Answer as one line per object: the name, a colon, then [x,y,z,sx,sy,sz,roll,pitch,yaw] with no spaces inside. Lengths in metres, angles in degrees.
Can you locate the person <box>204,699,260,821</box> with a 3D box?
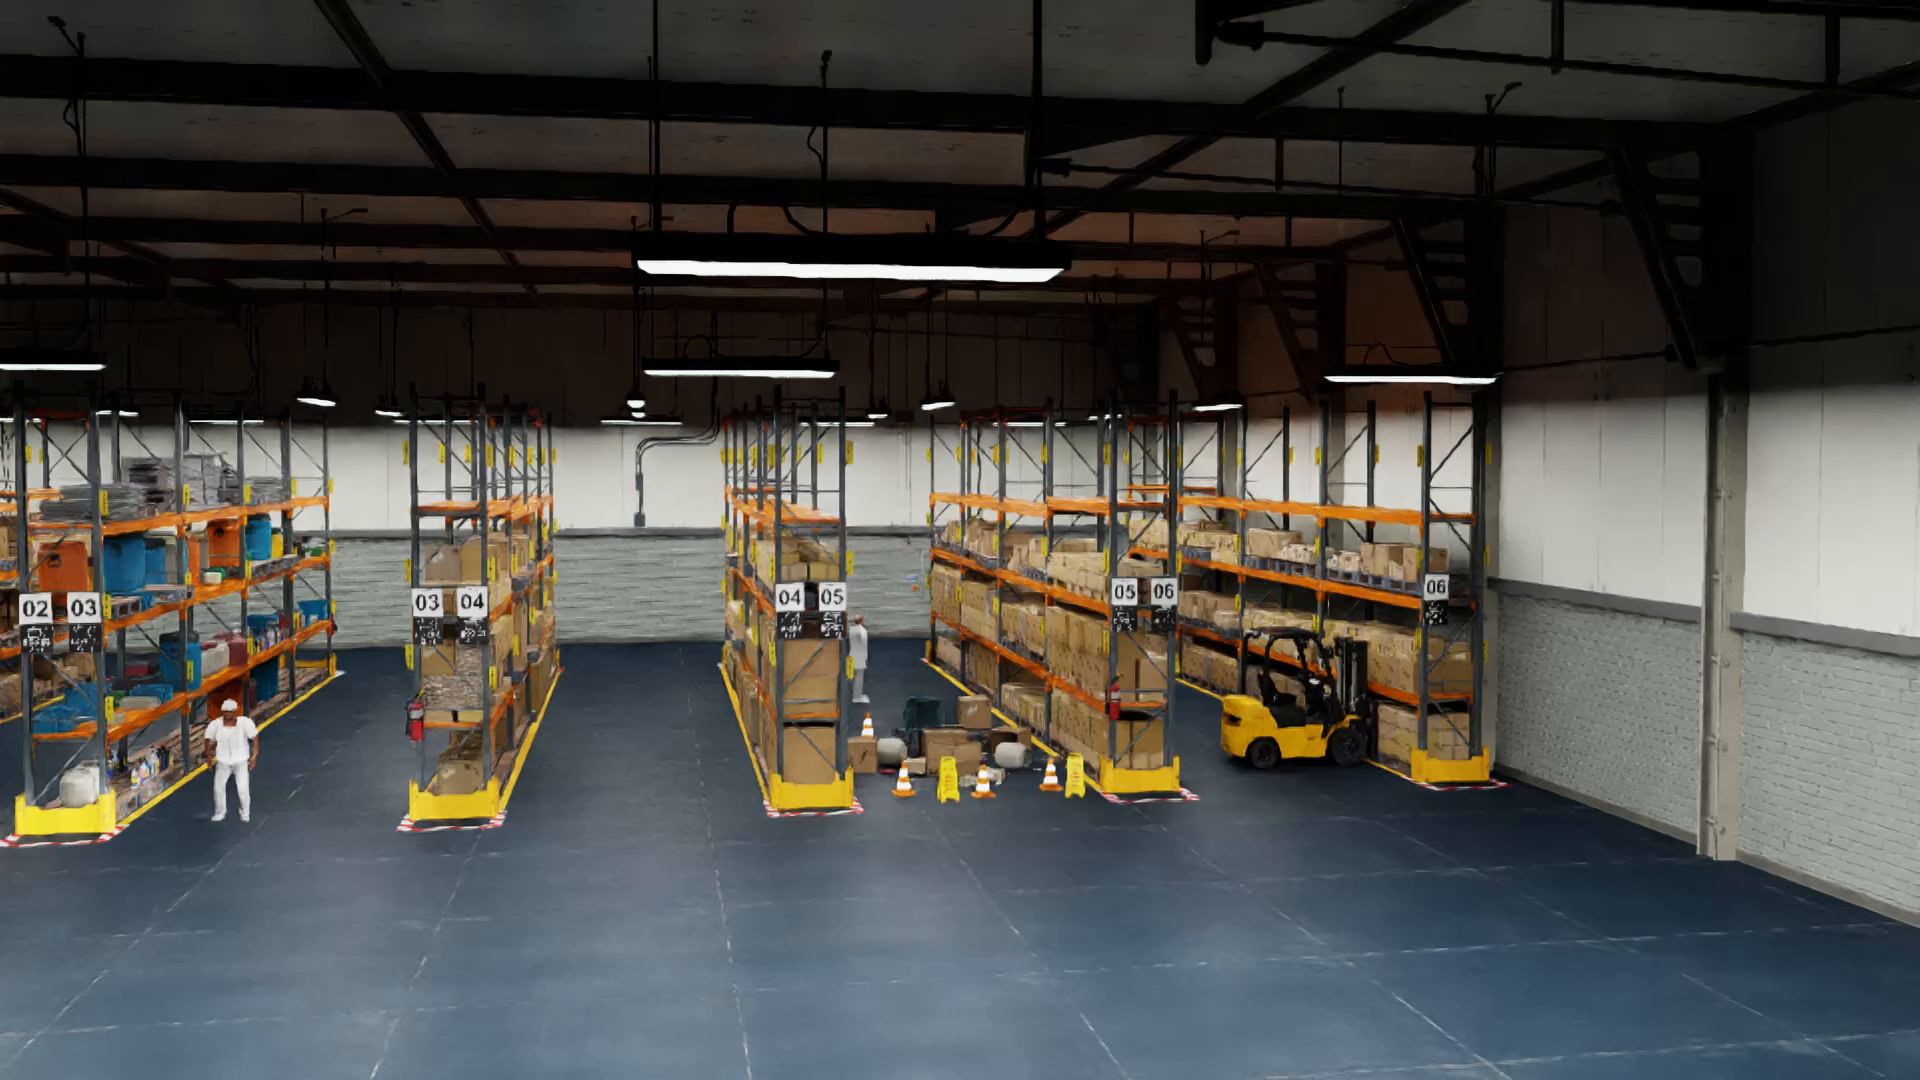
person: [-9.930,3.003,22.664,0.719,1.714,0.578,-1,3,-13]

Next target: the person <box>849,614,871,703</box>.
person: [-2.063,2.375,33.725,0.405,1.773,0.646,-2,3,-33]
